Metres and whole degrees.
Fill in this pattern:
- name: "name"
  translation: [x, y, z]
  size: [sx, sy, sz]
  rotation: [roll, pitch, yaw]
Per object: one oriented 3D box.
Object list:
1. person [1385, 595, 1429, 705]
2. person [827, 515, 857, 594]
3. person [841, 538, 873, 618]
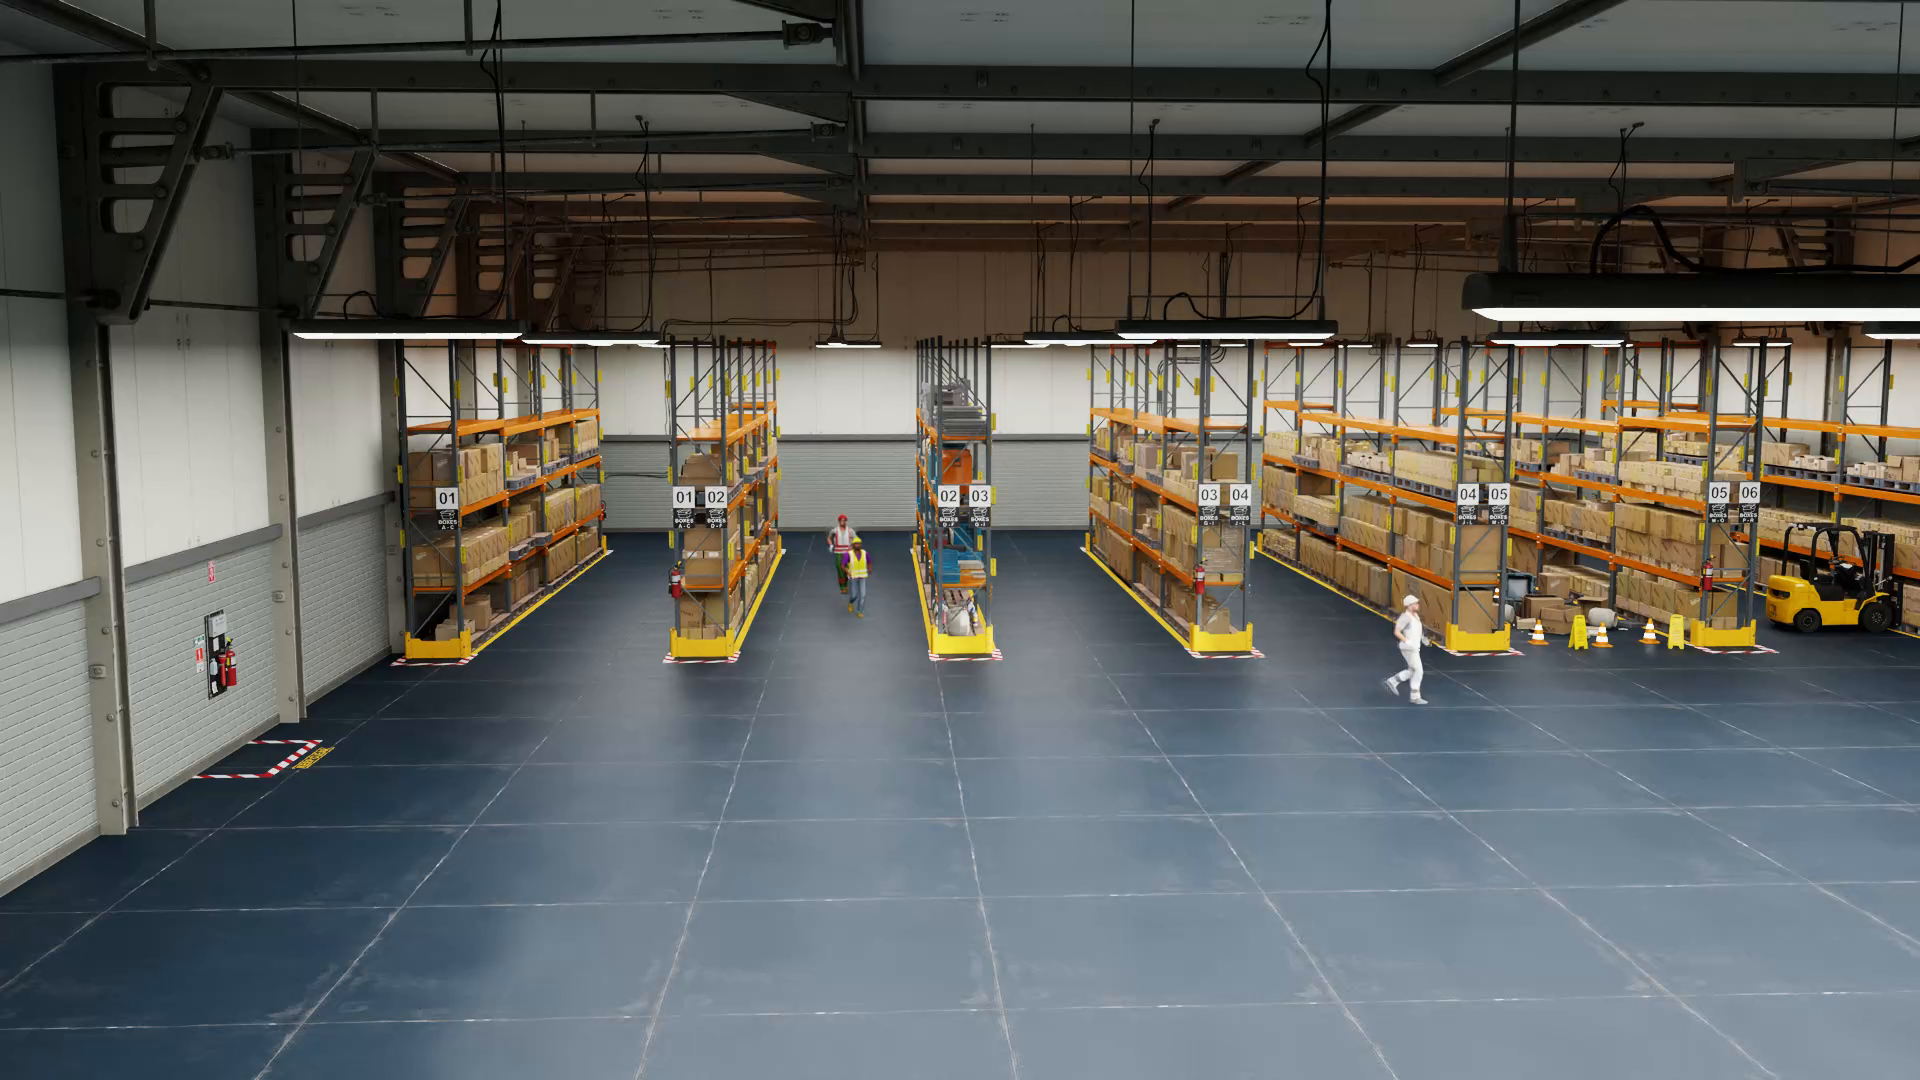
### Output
- name: "person"
  translation: [7.282, 1.776, 27.084]
  size: [0.740, 1.767, 0.667]
  rotation: [4, 8, 32]
- name: "person"
  translation: [-2.631, 0.315, 37.370]
  size: [0.668, 1.771, 0.780]
  rotation: [-1, 7, -12]
- name: "person"
  translation: [-2.200, 0.801, 35.722]
  size: [0.701, 1.717, 0.616]
  rotation: [-2, 7, -17]
